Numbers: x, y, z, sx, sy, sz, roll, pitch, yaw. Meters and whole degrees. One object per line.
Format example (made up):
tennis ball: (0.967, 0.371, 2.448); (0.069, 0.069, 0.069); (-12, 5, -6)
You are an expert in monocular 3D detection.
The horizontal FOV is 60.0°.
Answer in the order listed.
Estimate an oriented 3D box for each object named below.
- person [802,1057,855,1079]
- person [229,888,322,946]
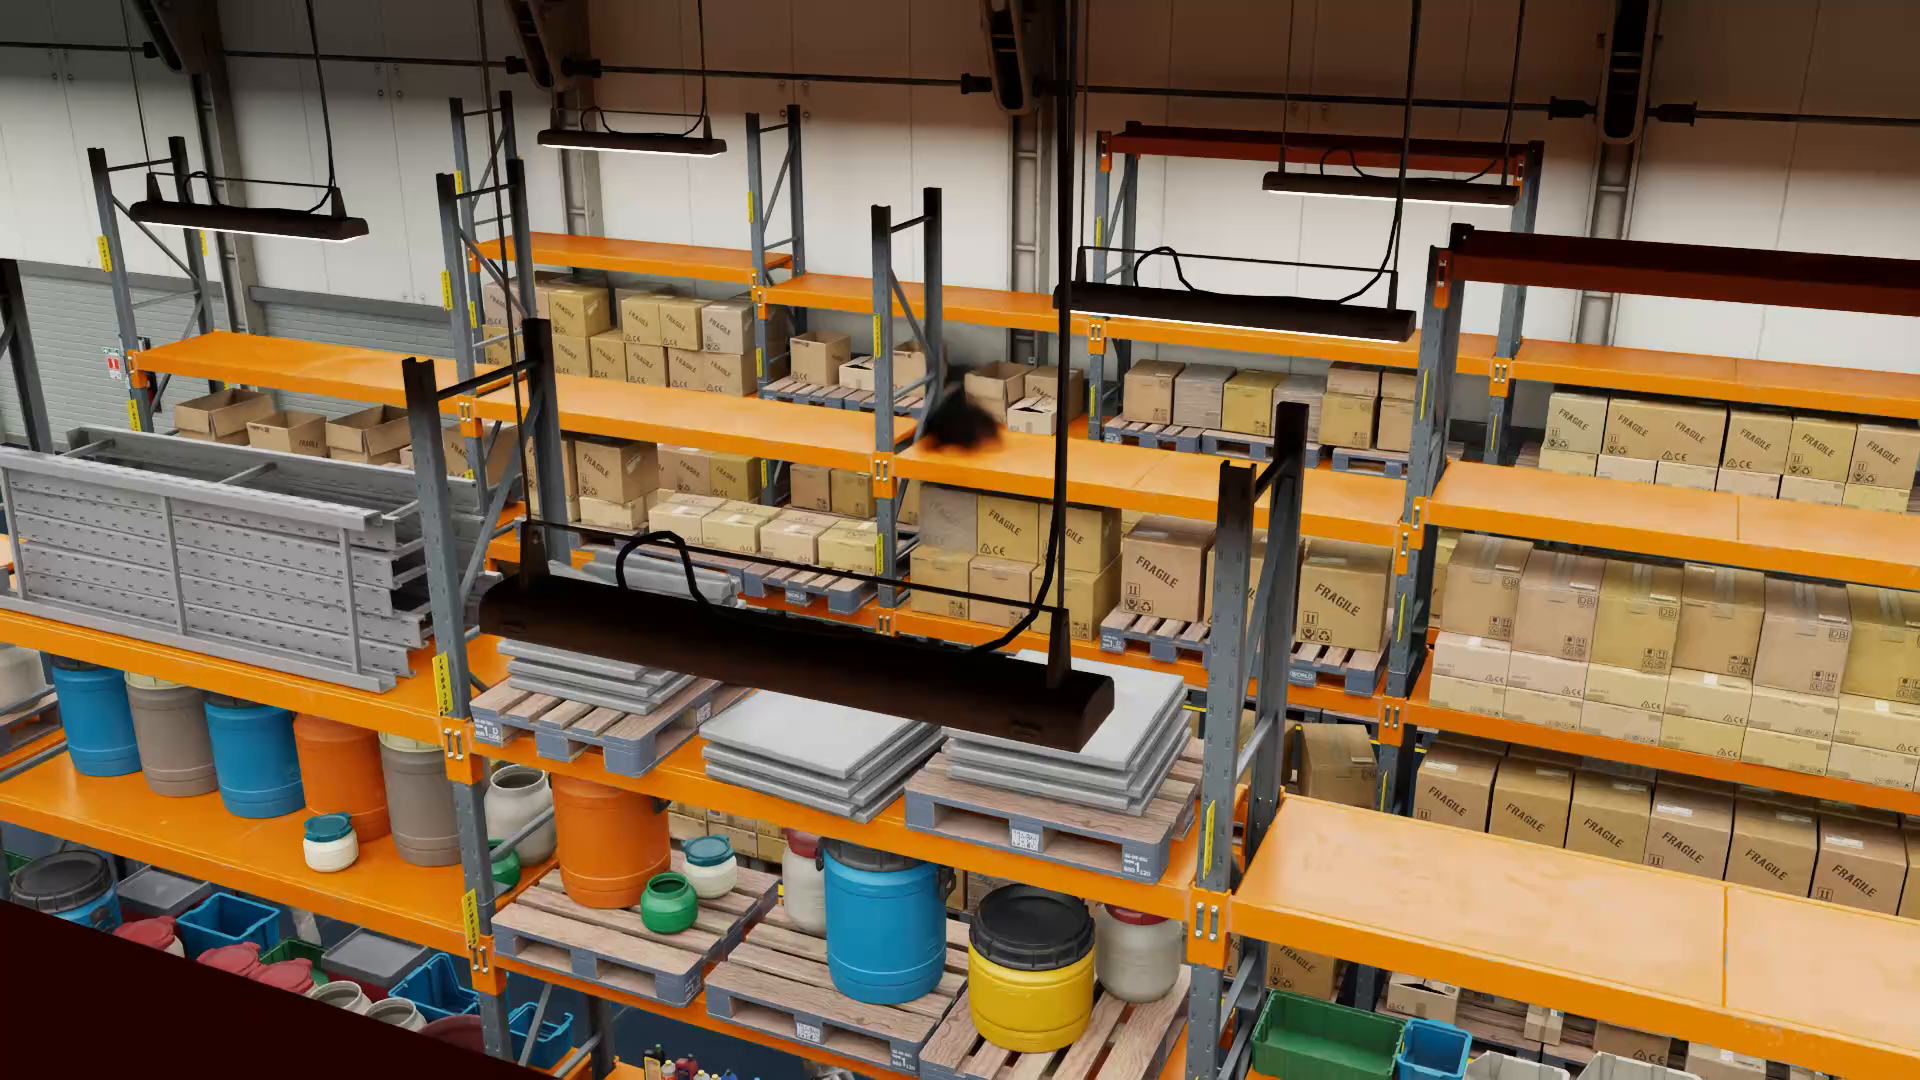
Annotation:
person: (-0.982, 3.309, 11.388); (0.671, 1.721, 0.647); (17, 27, 38)
person: (-5.410, 2.650, 13.164); (0.755, 1.759, 0.768); (-14, 25, -33)
